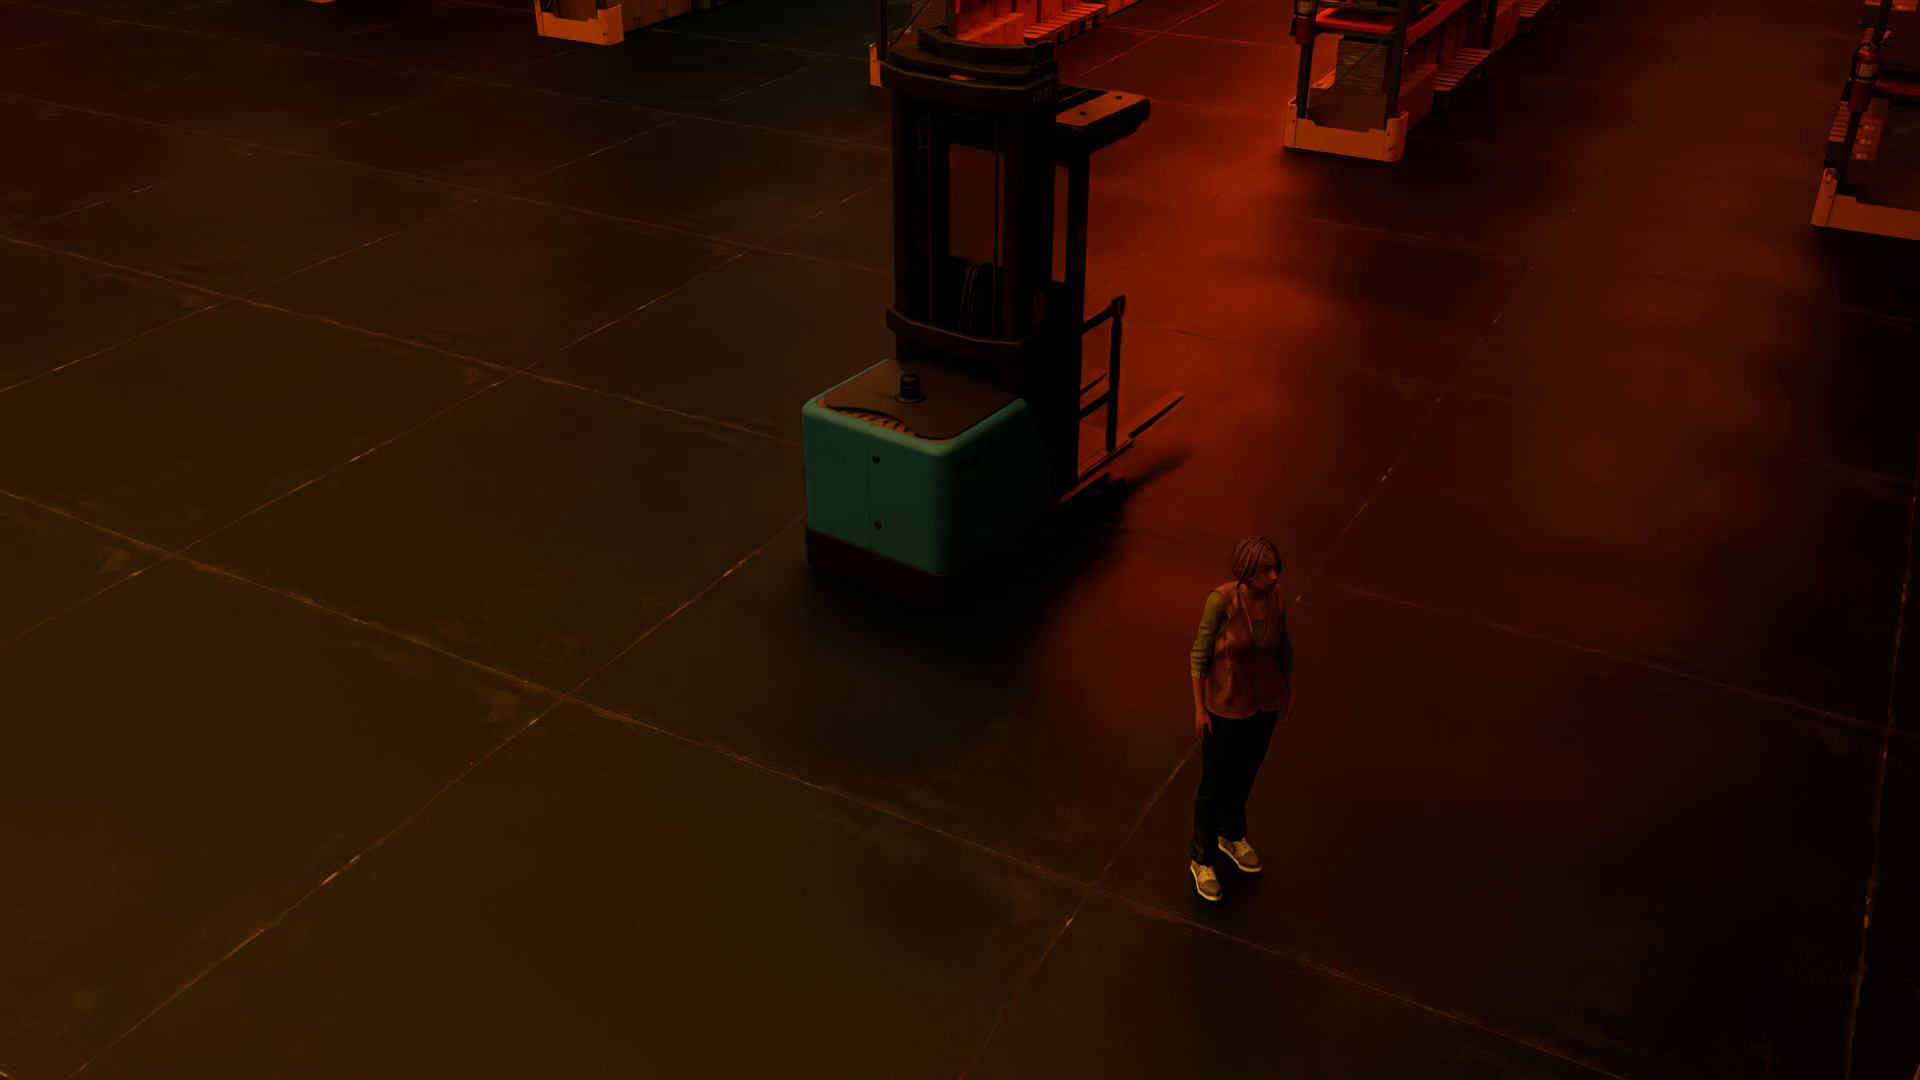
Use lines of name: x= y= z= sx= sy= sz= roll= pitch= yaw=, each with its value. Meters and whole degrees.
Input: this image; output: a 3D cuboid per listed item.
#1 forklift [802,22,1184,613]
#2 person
forklift: x=0.372 y=-1.553 z=9.761 sx=1.130 sy=2.935 sz=3.031 roll=20 pitch=35 yaw=30
person: x=1.231 y=0.747 z=7.098 sx=0.520 sy=1.597 sz=0.474 roll=-11 pitch=32 yaw=-19
